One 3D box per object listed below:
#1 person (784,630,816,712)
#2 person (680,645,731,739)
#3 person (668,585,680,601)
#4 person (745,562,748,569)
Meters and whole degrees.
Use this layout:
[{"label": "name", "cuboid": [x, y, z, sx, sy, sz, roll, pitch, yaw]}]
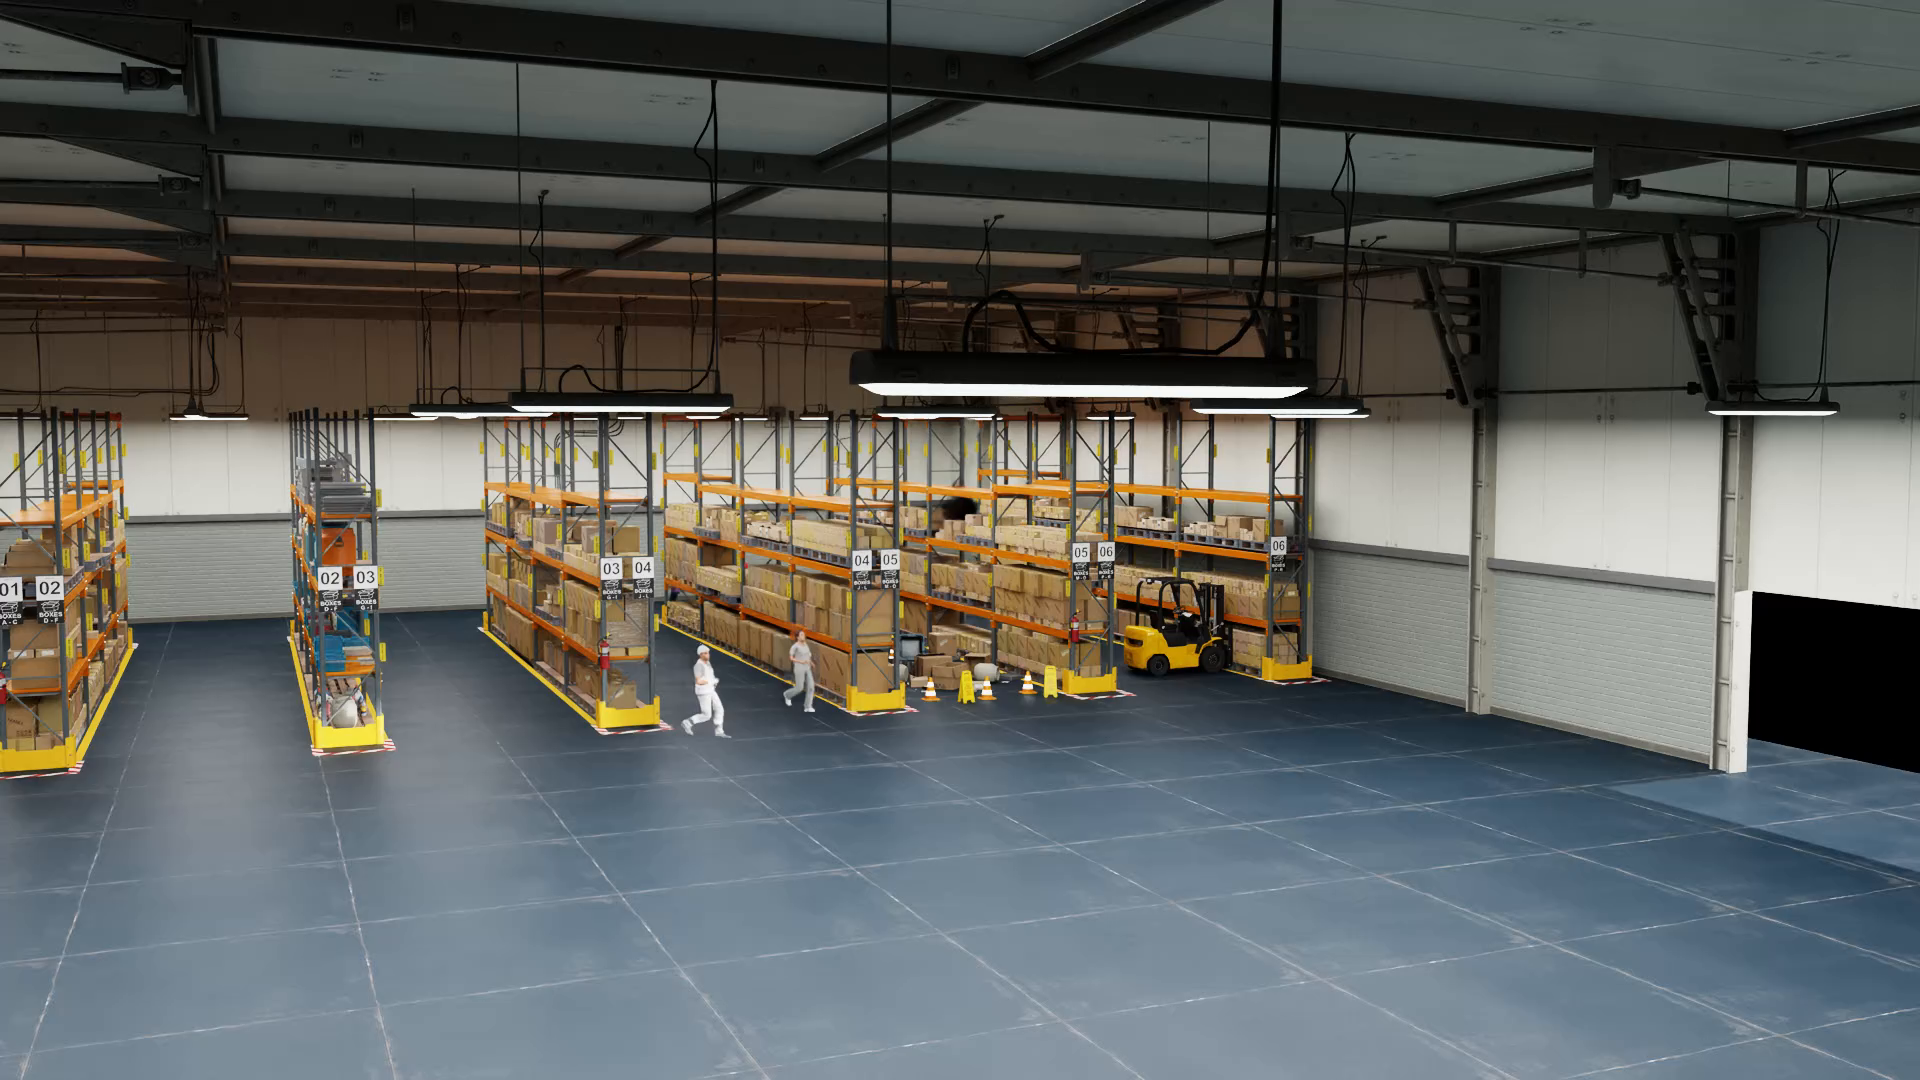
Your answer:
[{"label": "person", "cuboid": [-3.160, 2.591, 33.066, 0.797, 1.631, 0.584, 3, 5, 41]}, {"label": "person", "cuboid": [-4.633, 2.767, 30.063, 0.858, 1.754, 0.689, 1, 4, 8]}, {"label": "person", "cuboid": [-8.362, 1.522, 49.067, 0.639, 1.576, 0.582, -1, 4, -7]}, {"label": "person", "cuboid": [-6.170, 1.484, 47.895, 0.610, 1.745, 0.819, -3, 5, -33]}]
